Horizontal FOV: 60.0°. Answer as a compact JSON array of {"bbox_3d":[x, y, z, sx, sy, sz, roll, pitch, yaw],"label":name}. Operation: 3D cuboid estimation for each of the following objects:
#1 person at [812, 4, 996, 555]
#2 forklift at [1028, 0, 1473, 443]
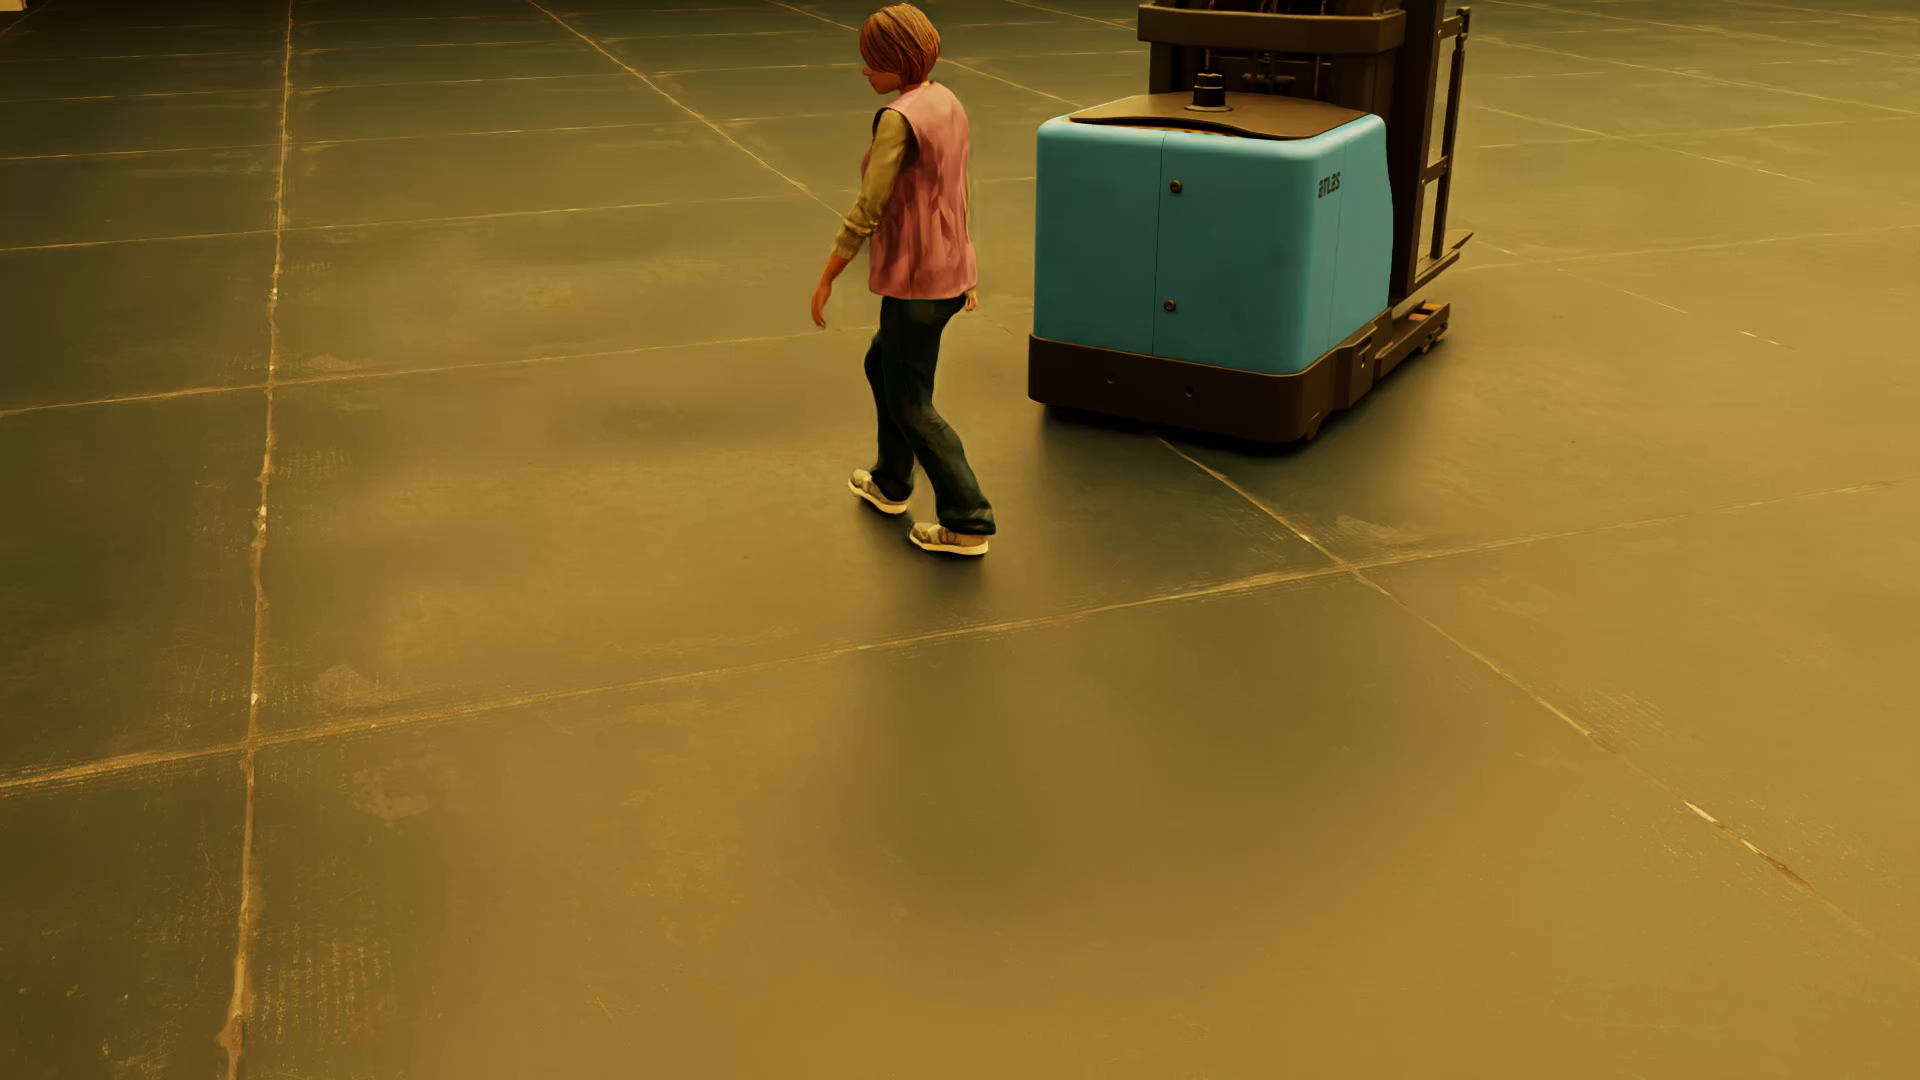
[{"bbox_3d":[-0.150,-0.741,4.841,0.616,1.559,0.532,8,24,18],"label":"person"},{"bbox_3d":[1.433,-2.209,6.551,1.130,2.935,3.031,13,26,28],"label":"forklift"}]
